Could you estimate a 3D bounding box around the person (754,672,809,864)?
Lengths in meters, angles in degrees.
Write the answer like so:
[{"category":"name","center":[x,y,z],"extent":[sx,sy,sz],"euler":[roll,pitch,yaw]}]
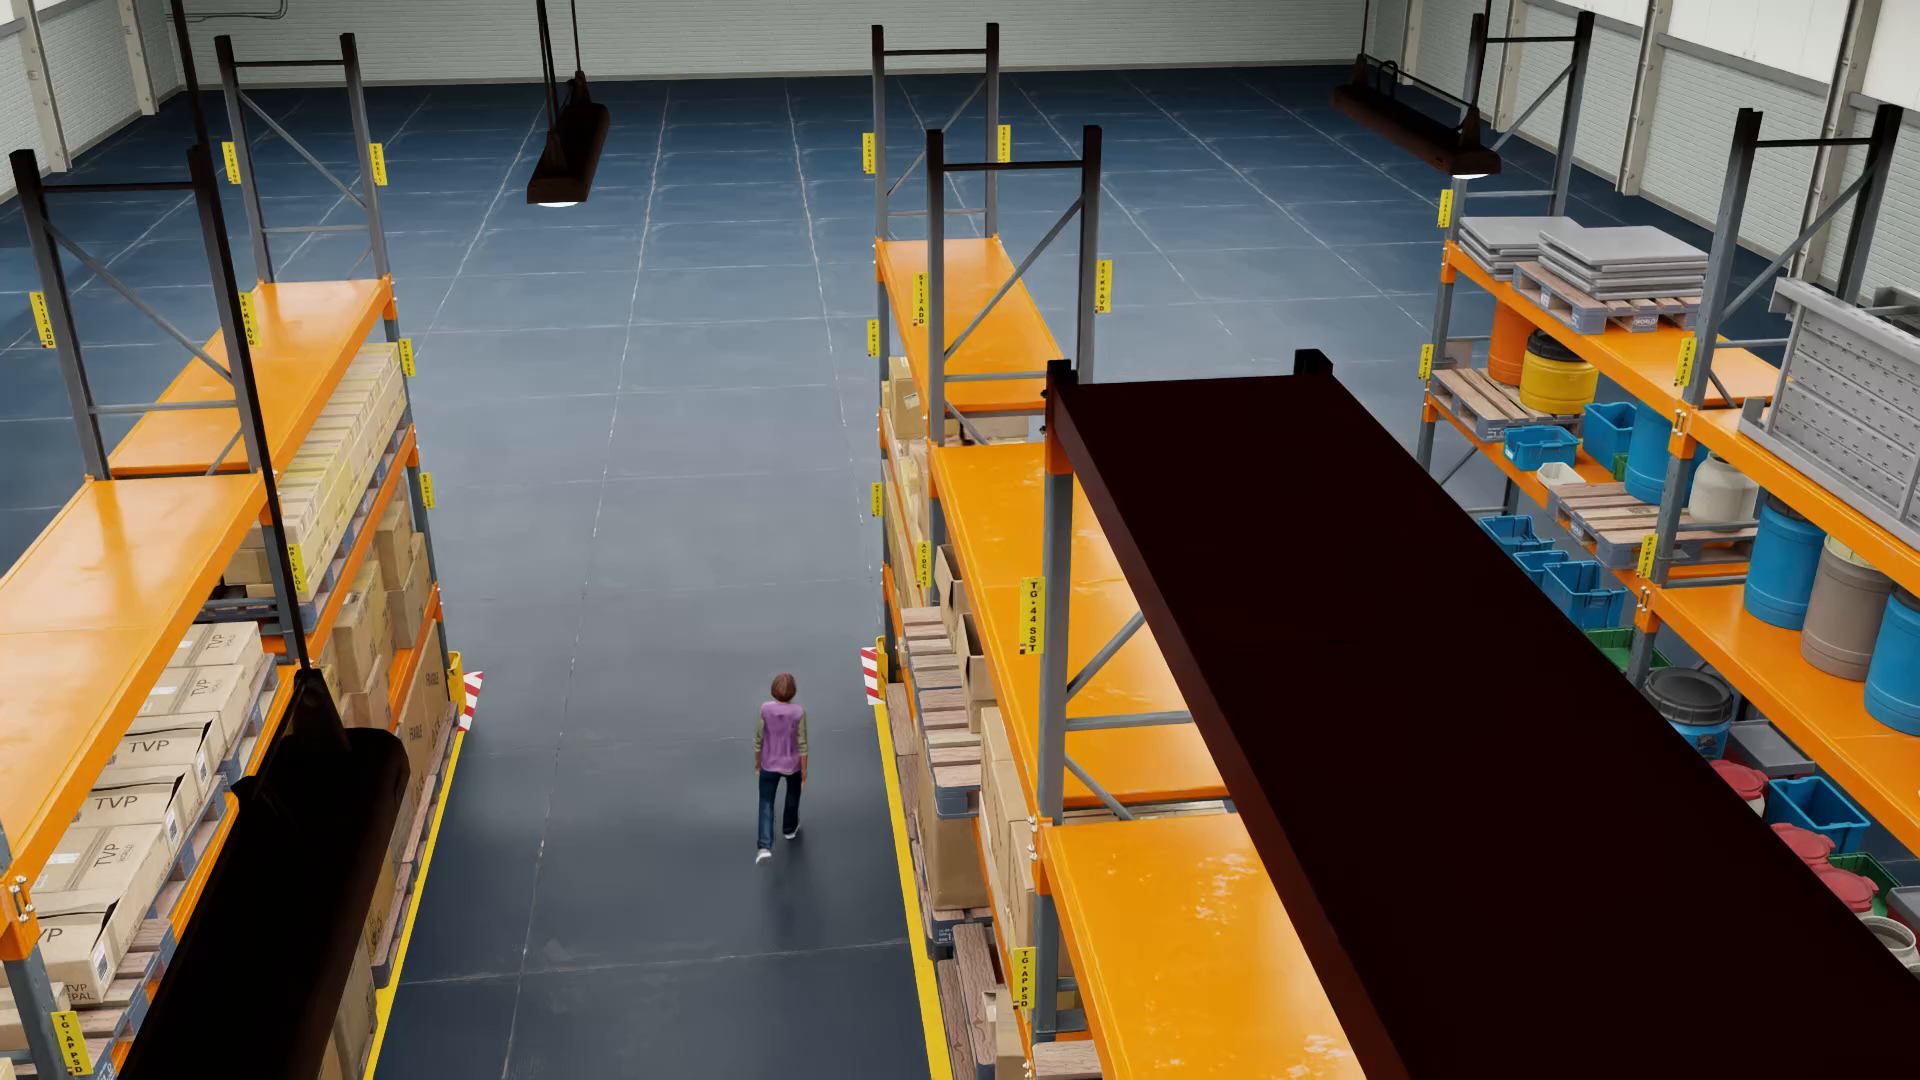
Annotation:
[{"category":"person","center":[-1.396,1.778,12.948],"extent":[0.442,1.559,0.852],"euler":[1,26,2]}]
